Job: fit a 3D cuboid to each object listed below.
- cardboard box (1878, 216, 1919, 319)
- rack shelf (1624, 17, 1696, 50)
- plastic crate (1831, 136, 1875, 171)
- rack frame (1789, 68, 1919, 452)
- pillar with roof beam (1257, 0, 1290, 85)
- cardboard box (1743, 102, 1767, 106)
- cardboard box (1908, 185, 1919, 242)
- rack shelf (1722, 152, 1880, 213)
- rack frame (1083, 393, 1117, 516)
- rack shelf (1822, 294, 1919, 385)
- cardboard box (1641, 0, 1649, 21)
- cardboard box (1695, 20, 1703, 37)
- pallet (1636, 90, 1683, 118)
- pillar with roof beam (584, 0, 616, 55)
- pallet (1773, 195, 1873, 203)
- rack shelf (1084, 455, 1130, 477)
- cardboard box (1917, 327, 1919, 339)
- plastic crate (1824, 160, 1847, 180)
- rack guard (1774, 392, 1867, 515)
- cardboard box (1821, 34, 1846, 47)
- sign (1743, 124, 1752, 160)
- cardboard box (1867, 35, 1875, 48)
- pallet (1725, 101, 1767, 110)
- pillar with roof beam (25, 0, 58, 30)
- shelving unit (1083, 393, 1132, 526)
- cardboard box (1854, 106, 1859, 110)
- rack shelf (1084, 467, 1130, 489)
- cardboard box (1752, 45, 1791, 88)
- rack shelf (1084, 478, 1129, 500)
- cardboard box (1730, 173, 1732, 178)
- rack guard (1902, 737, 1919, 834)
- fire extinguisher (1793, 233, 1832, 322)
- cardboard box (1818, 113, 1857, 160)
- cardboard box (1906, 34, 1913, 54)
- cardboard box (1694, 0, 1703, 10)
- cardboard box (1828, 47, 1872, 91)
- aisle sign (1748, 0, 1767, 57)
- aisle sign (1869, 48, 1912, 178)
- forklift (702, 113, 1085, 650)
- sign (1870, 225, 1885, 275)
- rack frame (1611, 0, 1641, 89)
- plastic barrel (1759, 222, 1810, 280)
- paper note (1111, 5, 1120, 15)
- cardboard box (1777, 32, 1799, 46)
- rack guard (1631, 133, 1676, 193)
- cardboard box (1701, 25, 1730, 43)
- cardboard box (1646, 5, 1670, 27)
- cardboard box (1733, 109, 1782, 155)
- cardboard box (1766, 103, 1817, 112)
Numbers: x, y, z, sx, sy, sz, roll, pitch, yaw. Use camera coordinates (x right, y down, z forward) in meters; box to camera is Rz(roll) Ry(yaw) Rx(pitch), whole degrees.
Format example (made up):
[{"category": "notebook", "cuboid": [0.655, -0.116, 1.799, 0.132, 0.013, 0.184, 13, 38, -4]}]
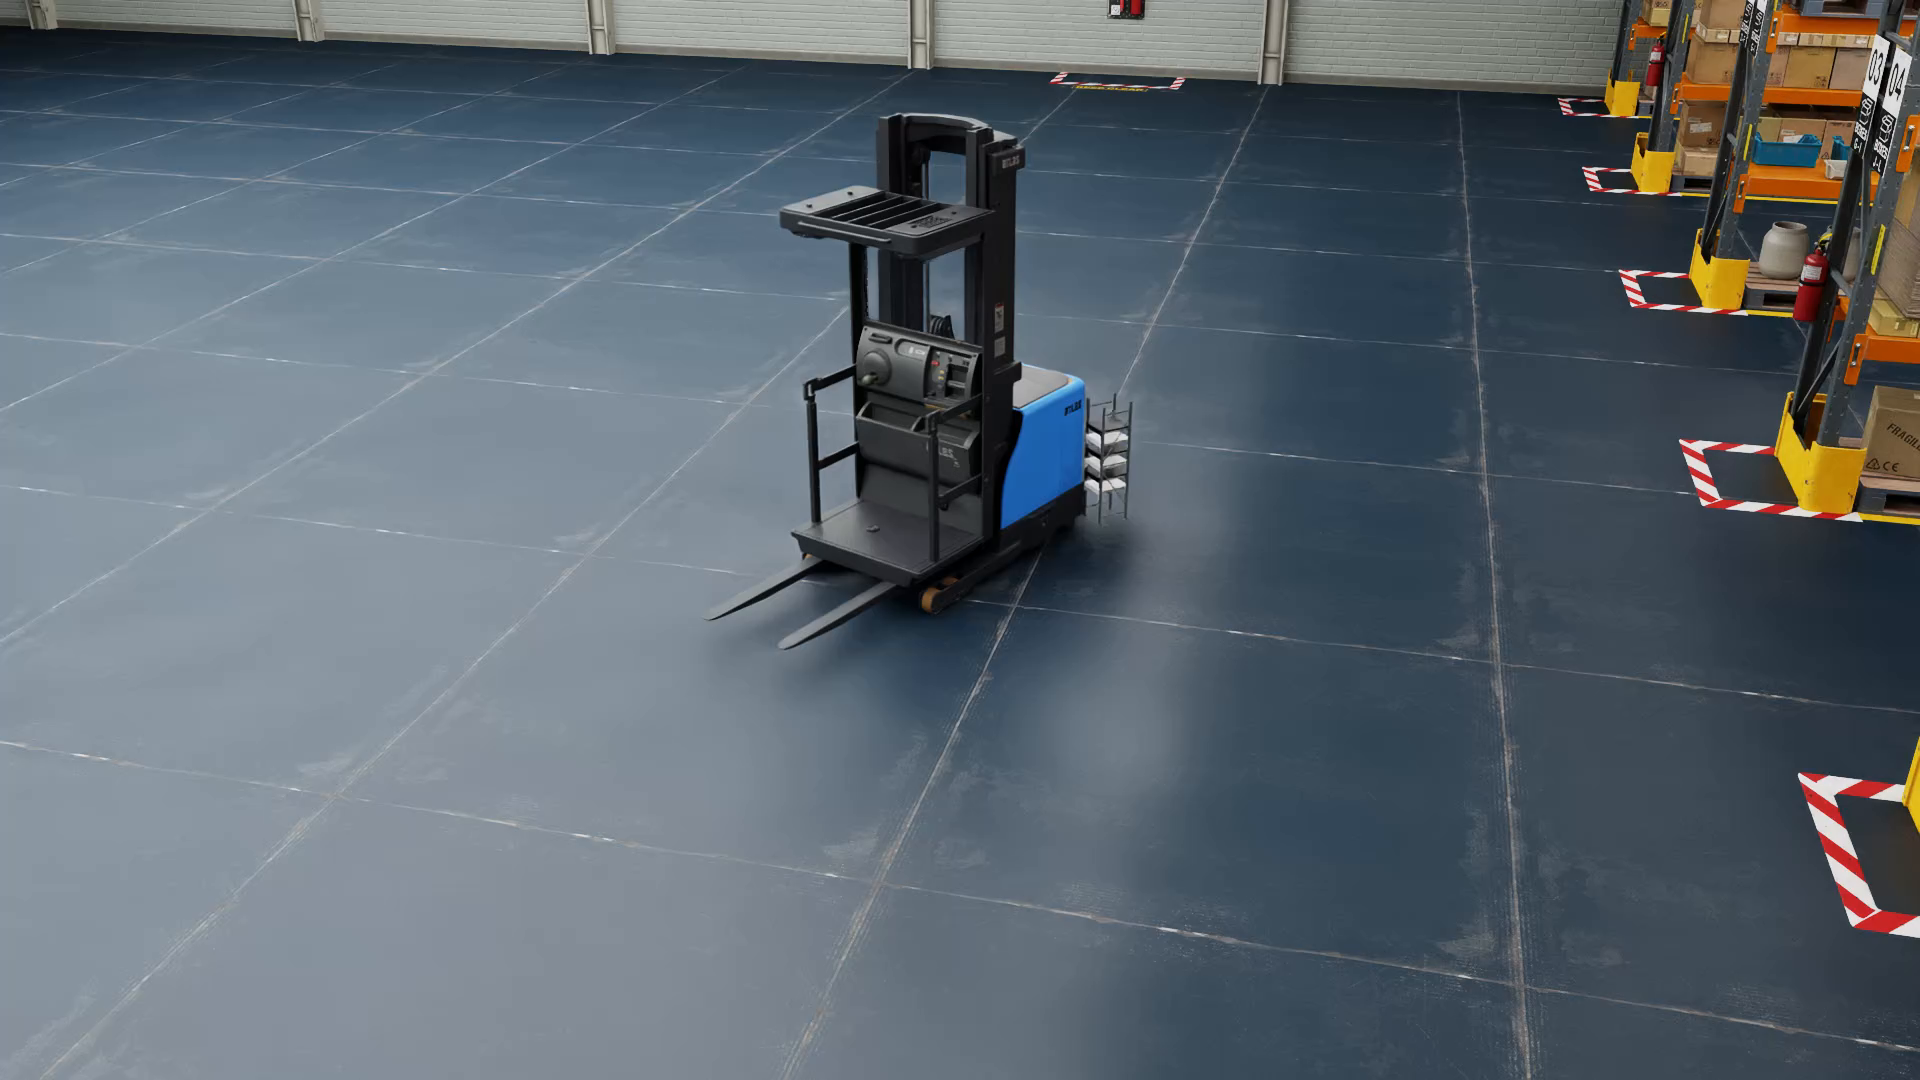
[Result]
[{"category": "cardboard box", "cuboid": [6.879, -1.911, 11.694, 0.500, 0.500, 0.875, 6, 26, 13]}, {"category": "rack shelf", "cuboid": [11.991, -7.450, 24.626, 4.000, 0.370, 1.077, 6, 26, 13]}, {"category": "plastic crate", "cuboid": [8.774, -3.796, 16.288, 0.408, 0.251, 0.499, 6, 26, 13]}, {"category": "rack frame", "cuboid": [6.353, -1.802, 11.927, 0.127, 3.000, 1.000, 6, 26, 13]}, {"category": "pillar with roof beam", "cuboid": [4.065, -9.832, 21.816, 0.400, 9.000, 9.100, 6, 26, 13]}, {"category": "cardboard box", "cuboid": [11.952, -6.787, 24.793, 0.500, 0.500, 0.700, 5, 26, 10]}, {"category": "cardboard box", "cuboid": [6.818, -2.261, 11.265, 0.500, 0.500, 0.500, 6, 26, 13]}, {"category": "rack shelf", "cuboid": [9.524, -3.325, 15.963, 4.000, 0.370, 1.077, 6, 26, 13]}, {"category": "rack frame", "cuboid": [0.996, -0.608, 11.861, 0.240, 0.900, 0.006, -13, 28, -25]}, {"category": "rack shelf", "cuboid": [8.290, -1.263, 11.632, 4.000, 0.370, 1.077, 6, 26, 13]}, {"category": "cardboard box", "cuboid": [10.555, -7.960, 25.014, 0.500, 0.250, 0.500, 7, 26, 14]}, {"category": "cardboard box", "cuboid": [9.242, -6.302, 20.509, 0.250, 0.149, 0.380, 6, 26, 12]}, {"category": "pallet", "cuboid": [10.906, -6.620, 25.290, 1.213, 0.211, 1.003, 6, 26, 13]}, {"category": "pillar with roof beam", "cuboid": [-7.557, -11.117, 24.514, 0.400, 9.000, 9.100, 6, 26, 13]}, {"category": "pallet", "cuboid": [10.753, -4.471, 20.777, 1.213, 0.211, 1.003, 6, 26, 13]}, {"category": "rack shelf", "cuboid": [1.043, -0.539, 11.794, 0.258, 0.077, 0.200, -13, 28, -25]}, {"category": "cardboard box", "cuboid": [6.807, -1.524, 11.636, 0.250, 0.149, 0.380, 6, 26, 13]}, {"category": "plastic crate", "cuboid": [8.373, -3.515, 15.832, 0.250, 0.136, 0.298, 6, 26, 13]}, {"category": "rack guard", "cuboid": [6.427, -0.665, 12.448, 0.348, 0.500, 1.175, 6, 26, 13]}, {"category": "cardboard box", "cuboid": [10.398, -5.995, 19.864, 0.250, 0.149, 0.380, 6, 26, 12]}, {"category": "sign", "cuboid": [7.446, -3.760, 15.719, 0.005, 0.325, 0.100, 6, 26, 13]}, {"category": "cardboard box", "cuboid": [10.894, -5.939, 19.746, 0.250, 0.149, 0.380, 7, 26, 15]}, {"category": "pallet", "cuboid": [12.084, -6.488, 25.014, 1.213, 0.211, 1.003, 6, 26, 13]}, {"category": "pillar with roof beam", "cuboid": [-19.179, -12.402, 27.213, 0.400, 9.000, 9.100, 6, 26, 13]}, {"category": "shelving unit", "cuboid": [1.043, -0.569, 11.780, 0.258, 0.900, 0.210, -13, 28, -25]}, {"category": "cardboard box", "cuboid": [11.358, -5.071, 20.632, 0.500, 0.500, 0.500, 6, 26, 13]}, {"category": "rack shelf", "cuboid": [1.043, -0.458, 11.833, 0.258, 0.077, 0.200, -13, 28, -25]}, {"category": "cardboard box", "cuboid": [9.783, -5.861, 20.337, 0.500, 0.500, 0.700, 7, 26, 14]}, {"category": "rack shelf", "cuboid": [1.043, -0.377, 11.872, 0.258, 0.077, 0.200, -13, 28, -25]}, {"category": "cardboard box", "cuboid": [9.773, -4.672, 20.665, 0.500, 0.250, 0.500, 6, 26, 13]}, {"category": "rack guard", "cuboid": [4.997, 1.378, 8.155, 0.348, 0.500, 1.175, 6, 26, 13]}, {"category": "fire extinguisher", "cuboid": [6.357, -1.971, 12.373, 0.183, 0.674, 0.296, 6, 26, 13]}, {"category": "cardboard box", "cuboid": [10.740, -4.901, 20.274, 0.500, 0.500, 0.500, 6, 26, 13]}, {"category": "cardboard box", "cuboid": [6.700, -3.369, 11.439, 0.250, 0.149, 0.380, 6, 26, 13]}, {"category": "cardboard box", "cuboid": [10.918, -8.035, 24.298, 0.500, 0.500, 0.500, 6, 26, 13]}, {"category": "cardboard box", "cuboid": [10.773, -5.751, 20.106, 0.500, 0.500, 0.700, 7, 26, 15]}, {"category": "aisle sign", "cuboid": [7.444, -4.924, 15.460, 0.004, 0.787, 0.394, 6, 26, 13]}, {"category": "aisle sign", "cuboid": [6.219, -2.858, 11.120, 0.004, 0.787, 0.394, 6, 26, 13]}, {"category": "forklift", "cuboid": [-0.402, -1.087, 10.505, 1.130, 2.935, 3.031, 18, 31, 33]}, {"category": "sign", "cuboid": [6.218, -1.967, 11.267, 0.005, 0.325, 0.100, 6, 26, 13]}, {"category": "rack frame", "cuboid": [10.054, -7.988, 24.922, 0.127, 3.000, 1.000, 6, 26, 13]}, {"category": "plastic barrel", "cuboid": [8.243, -2.892, 16.622, 0.421, 0.512, 0.421, 0, 25, 0]}, {"category": "paper note", "cuboid": [2.599, -8.846, 27.748, 0.142, 0.148, 0.016, 6, 26, 13]}, {"category": "cardboard box", "cuboid": [9.892, -6.050, 19.978, 0.250, 0.149, 0.380, 6, 26, 12]}, {"category": "rack guard", "cuboid": [8.801, -4.800, 21.132, 0.348, 0.500, 1.175, 6, 26, 13]}, {"category": "cardboard box", "cuboid": [9.151, -6.132, 20.151, 0.250, 0.149, 0.380, 6, 26, 13]}, {"category": "cardboard box", "cuboid": [10.448, -7.745, 24.562, 0.500, 0.250, 0.500, 6, 26, 11]}, {"category": "cardboard box", "cuboid": [9.773, -5.010, 20.503, 0.500, 0.500, 0.500, 6, 26, 13]}, {"category": "cardboard box", "cuboid": [10.390, -5.178, 20.856, 0.500, 0.500, 0.500, 6, 26, 13]}]
